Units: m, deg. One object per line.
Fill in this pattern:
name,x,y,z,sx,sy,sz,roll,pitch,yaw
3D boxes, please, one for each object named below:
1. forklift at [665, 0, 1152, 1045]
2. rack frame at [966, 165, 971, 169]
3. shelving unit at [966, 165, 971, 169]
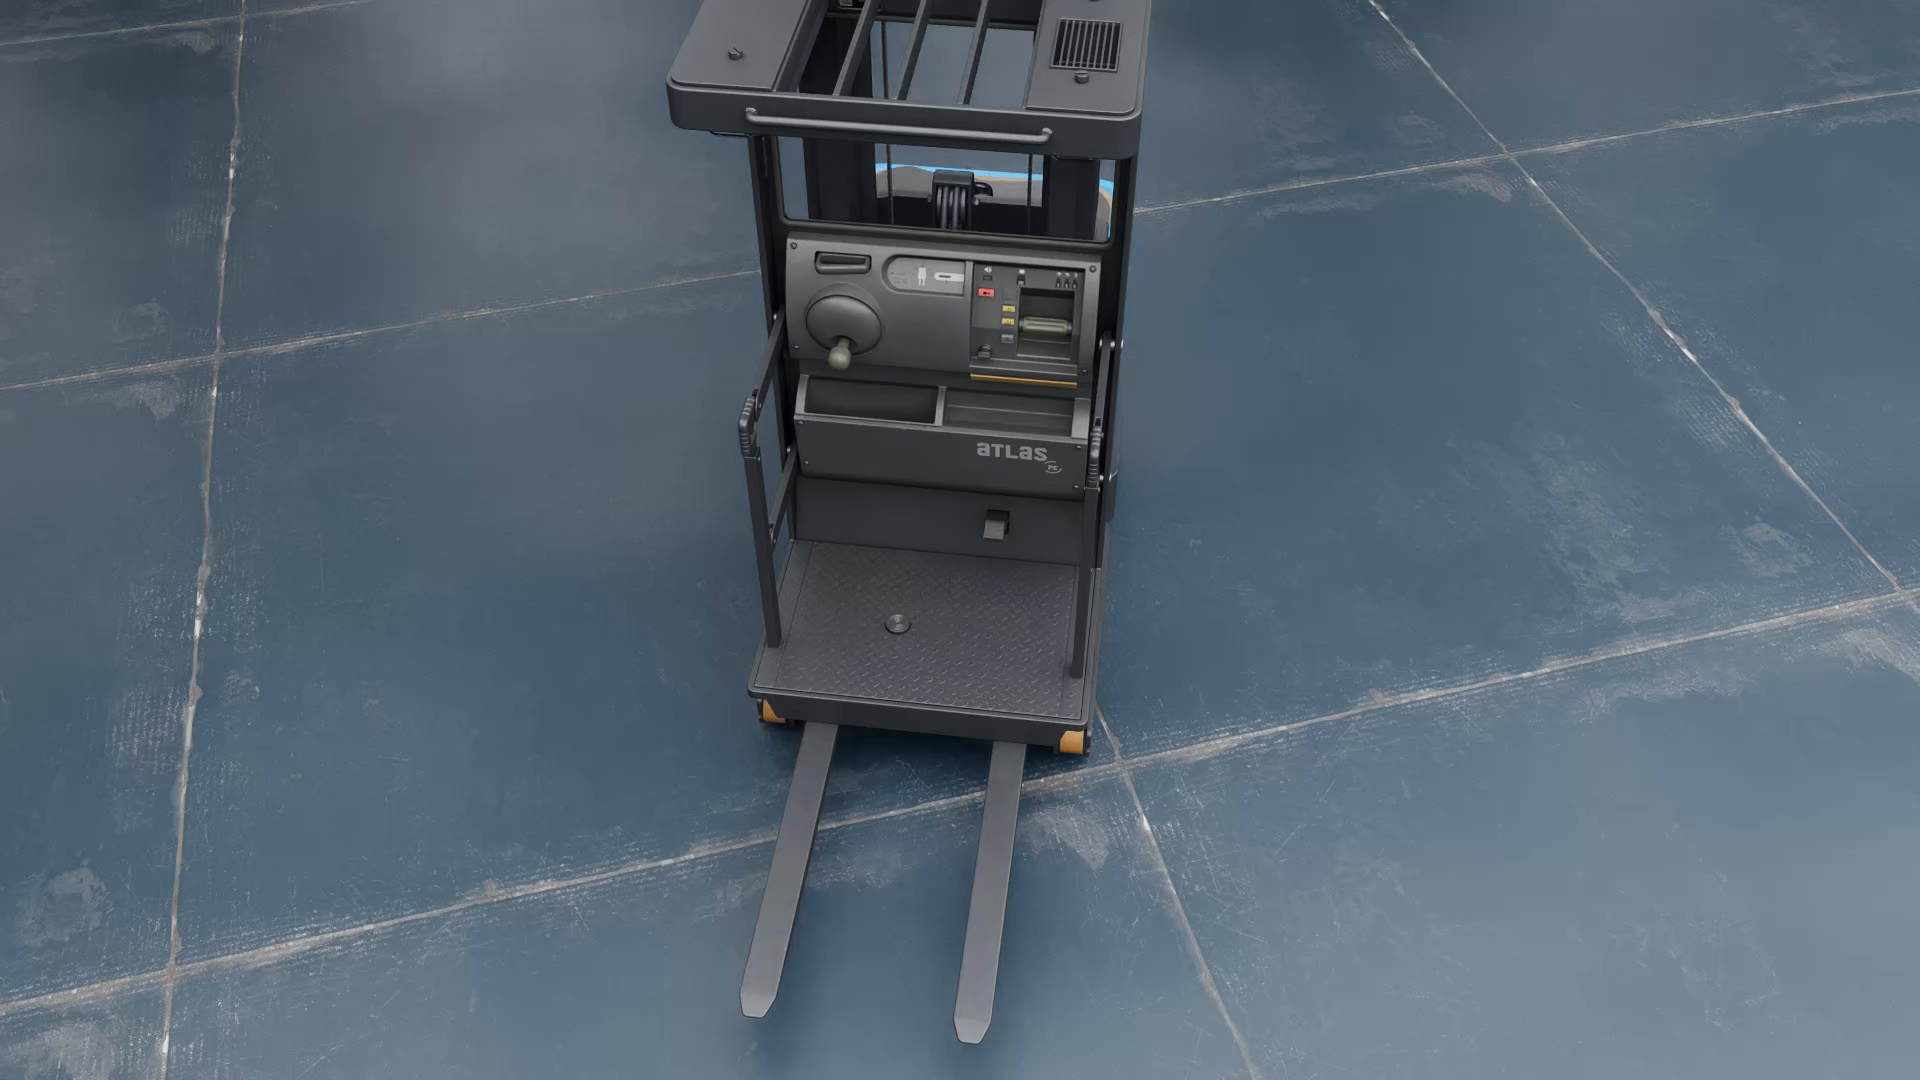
forklift,-0.081,-0.585,4.771,1.130,2.935,3.031,5,46,5
rack frame,-0.078,-1.128,6.725,0.240,0.900,0.006,-1,46,-1
shelving unit,-0.076,-1.055,6.654,0.258,0.900,0.210,-1,46,-1
